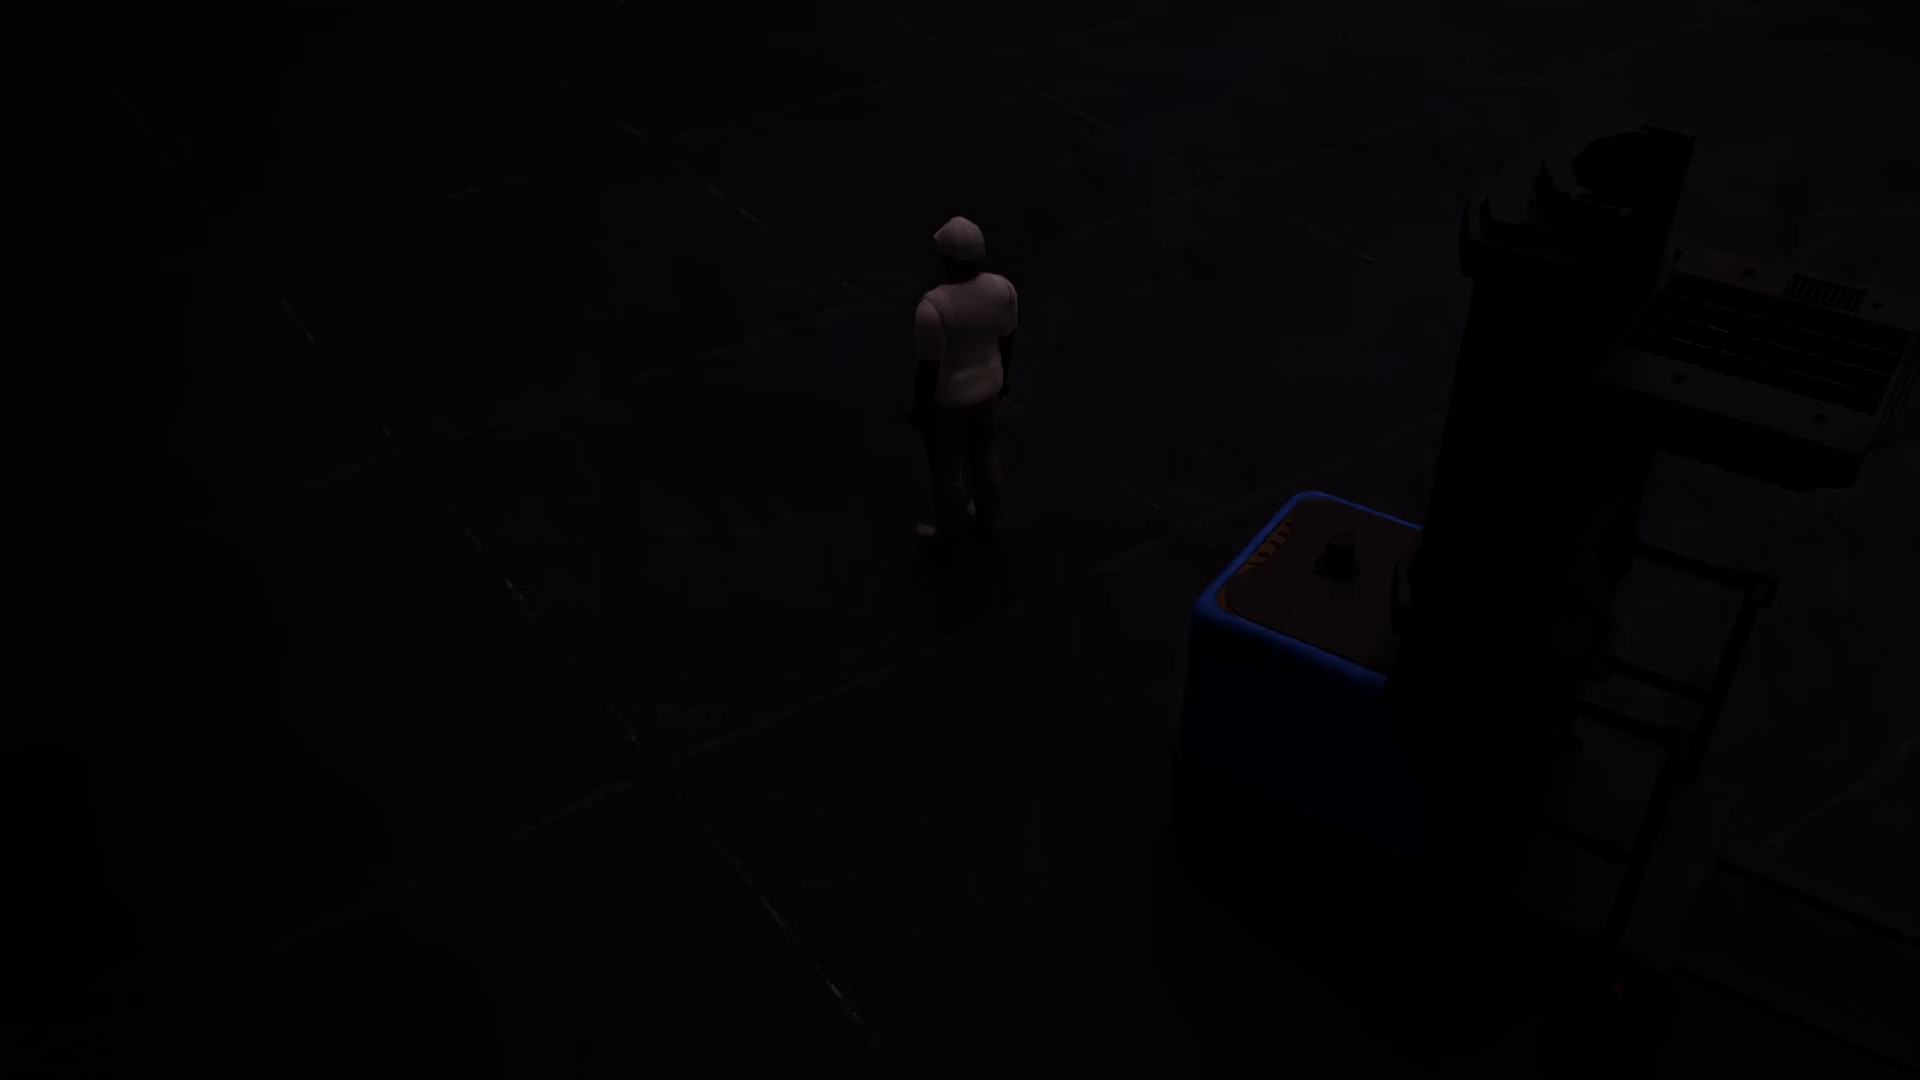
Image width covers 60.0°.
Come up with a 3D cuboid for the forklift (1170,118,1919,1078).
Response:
[{"bbox_3d":[2.374,0.189,5.689,3.031,2.935,1.130,22,42,27],"label":"forklift"}]

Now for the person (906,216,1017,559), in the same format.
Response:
[{"bbox_3d":[-0.008,-0.717,7.892,0.559,1.771,0.367,-23,42,-28],"label":"person"}]
